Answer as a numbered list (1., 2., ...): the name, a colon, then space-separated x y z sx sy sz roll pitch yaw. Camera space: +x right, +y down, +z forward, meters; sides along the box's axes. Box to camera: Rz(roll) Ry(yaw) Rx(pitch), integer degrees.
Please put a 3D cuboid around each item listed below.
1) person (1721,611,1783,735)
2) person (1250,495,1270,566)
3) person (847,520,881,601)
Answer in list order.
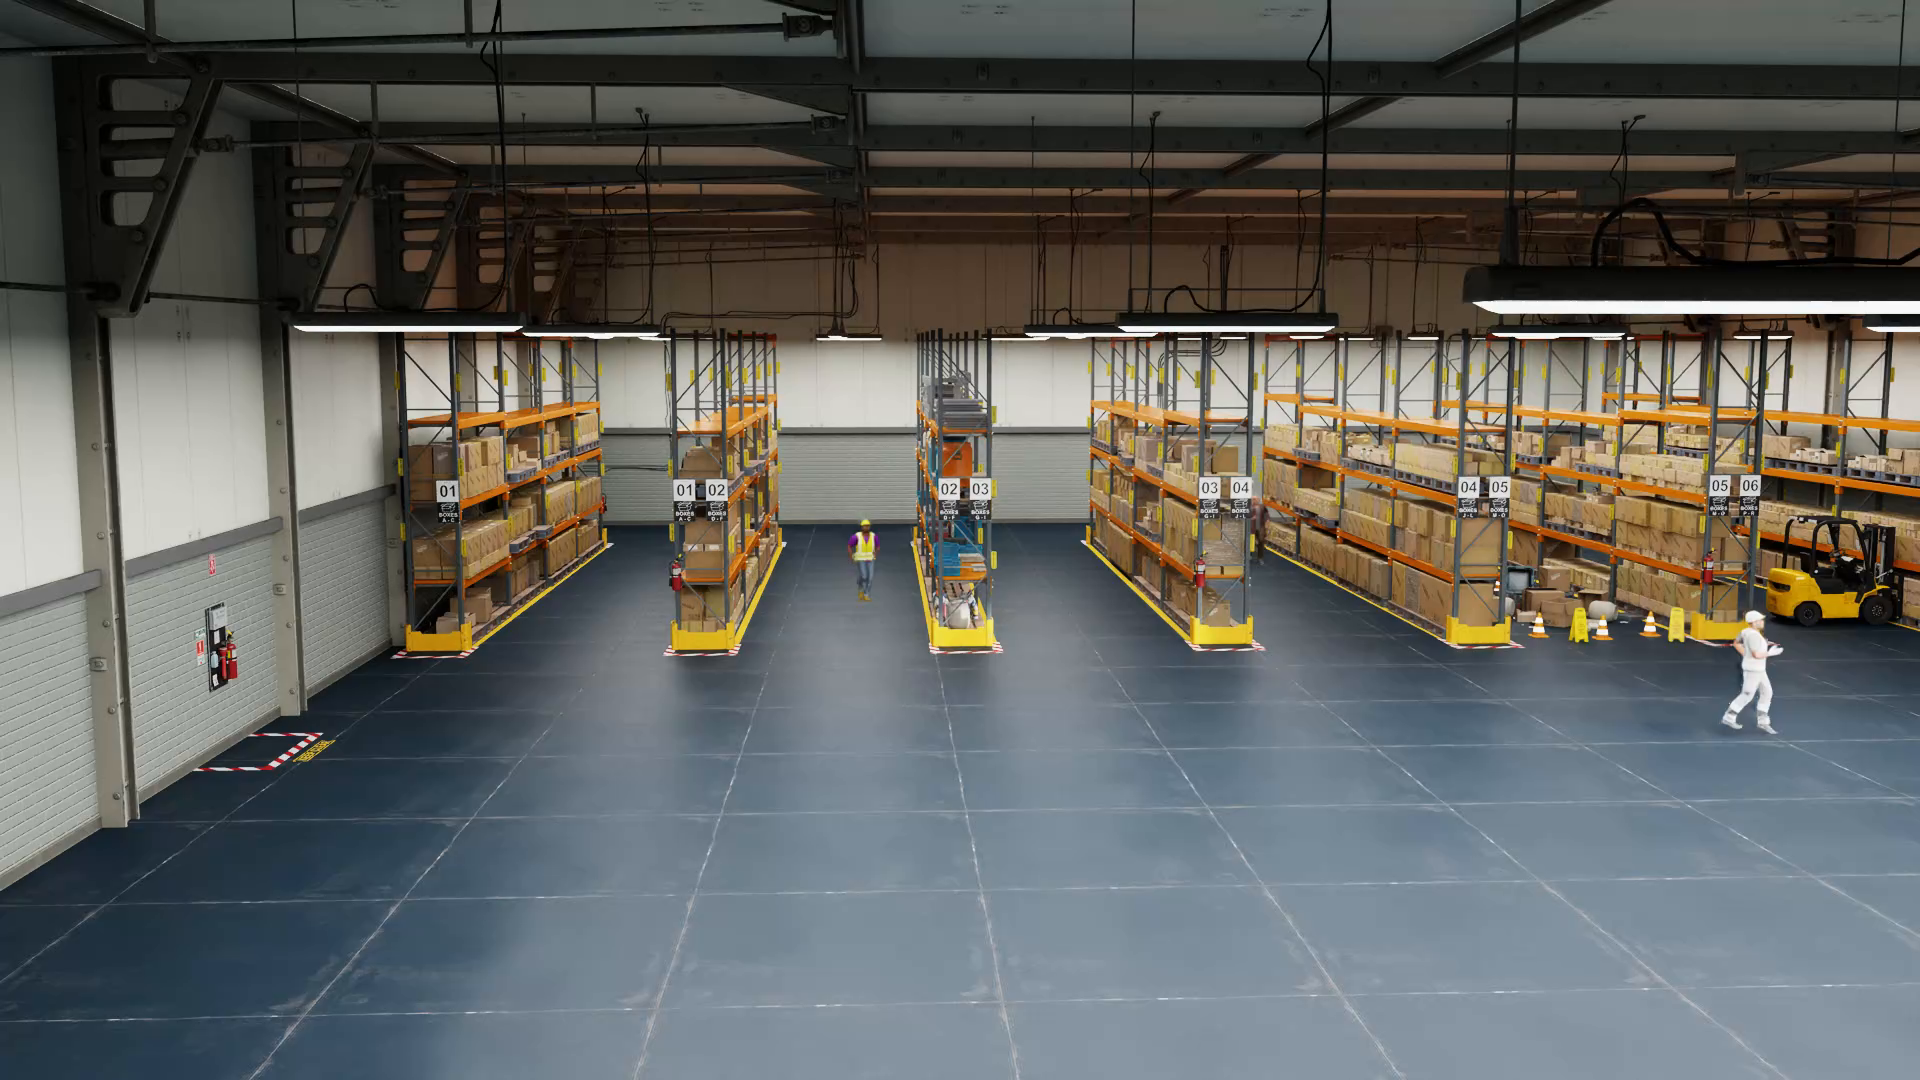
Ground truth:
1. person: 11.641 1.948 24.425 0.765 1.832 0.632 3 7 25
2. person: 7.759 -0.280 43.440 0.729 1.790 1.048 0 7 1
3. person: -1.984 0.440 35.101 0.698 1.735 0.545 -2 7 -16
